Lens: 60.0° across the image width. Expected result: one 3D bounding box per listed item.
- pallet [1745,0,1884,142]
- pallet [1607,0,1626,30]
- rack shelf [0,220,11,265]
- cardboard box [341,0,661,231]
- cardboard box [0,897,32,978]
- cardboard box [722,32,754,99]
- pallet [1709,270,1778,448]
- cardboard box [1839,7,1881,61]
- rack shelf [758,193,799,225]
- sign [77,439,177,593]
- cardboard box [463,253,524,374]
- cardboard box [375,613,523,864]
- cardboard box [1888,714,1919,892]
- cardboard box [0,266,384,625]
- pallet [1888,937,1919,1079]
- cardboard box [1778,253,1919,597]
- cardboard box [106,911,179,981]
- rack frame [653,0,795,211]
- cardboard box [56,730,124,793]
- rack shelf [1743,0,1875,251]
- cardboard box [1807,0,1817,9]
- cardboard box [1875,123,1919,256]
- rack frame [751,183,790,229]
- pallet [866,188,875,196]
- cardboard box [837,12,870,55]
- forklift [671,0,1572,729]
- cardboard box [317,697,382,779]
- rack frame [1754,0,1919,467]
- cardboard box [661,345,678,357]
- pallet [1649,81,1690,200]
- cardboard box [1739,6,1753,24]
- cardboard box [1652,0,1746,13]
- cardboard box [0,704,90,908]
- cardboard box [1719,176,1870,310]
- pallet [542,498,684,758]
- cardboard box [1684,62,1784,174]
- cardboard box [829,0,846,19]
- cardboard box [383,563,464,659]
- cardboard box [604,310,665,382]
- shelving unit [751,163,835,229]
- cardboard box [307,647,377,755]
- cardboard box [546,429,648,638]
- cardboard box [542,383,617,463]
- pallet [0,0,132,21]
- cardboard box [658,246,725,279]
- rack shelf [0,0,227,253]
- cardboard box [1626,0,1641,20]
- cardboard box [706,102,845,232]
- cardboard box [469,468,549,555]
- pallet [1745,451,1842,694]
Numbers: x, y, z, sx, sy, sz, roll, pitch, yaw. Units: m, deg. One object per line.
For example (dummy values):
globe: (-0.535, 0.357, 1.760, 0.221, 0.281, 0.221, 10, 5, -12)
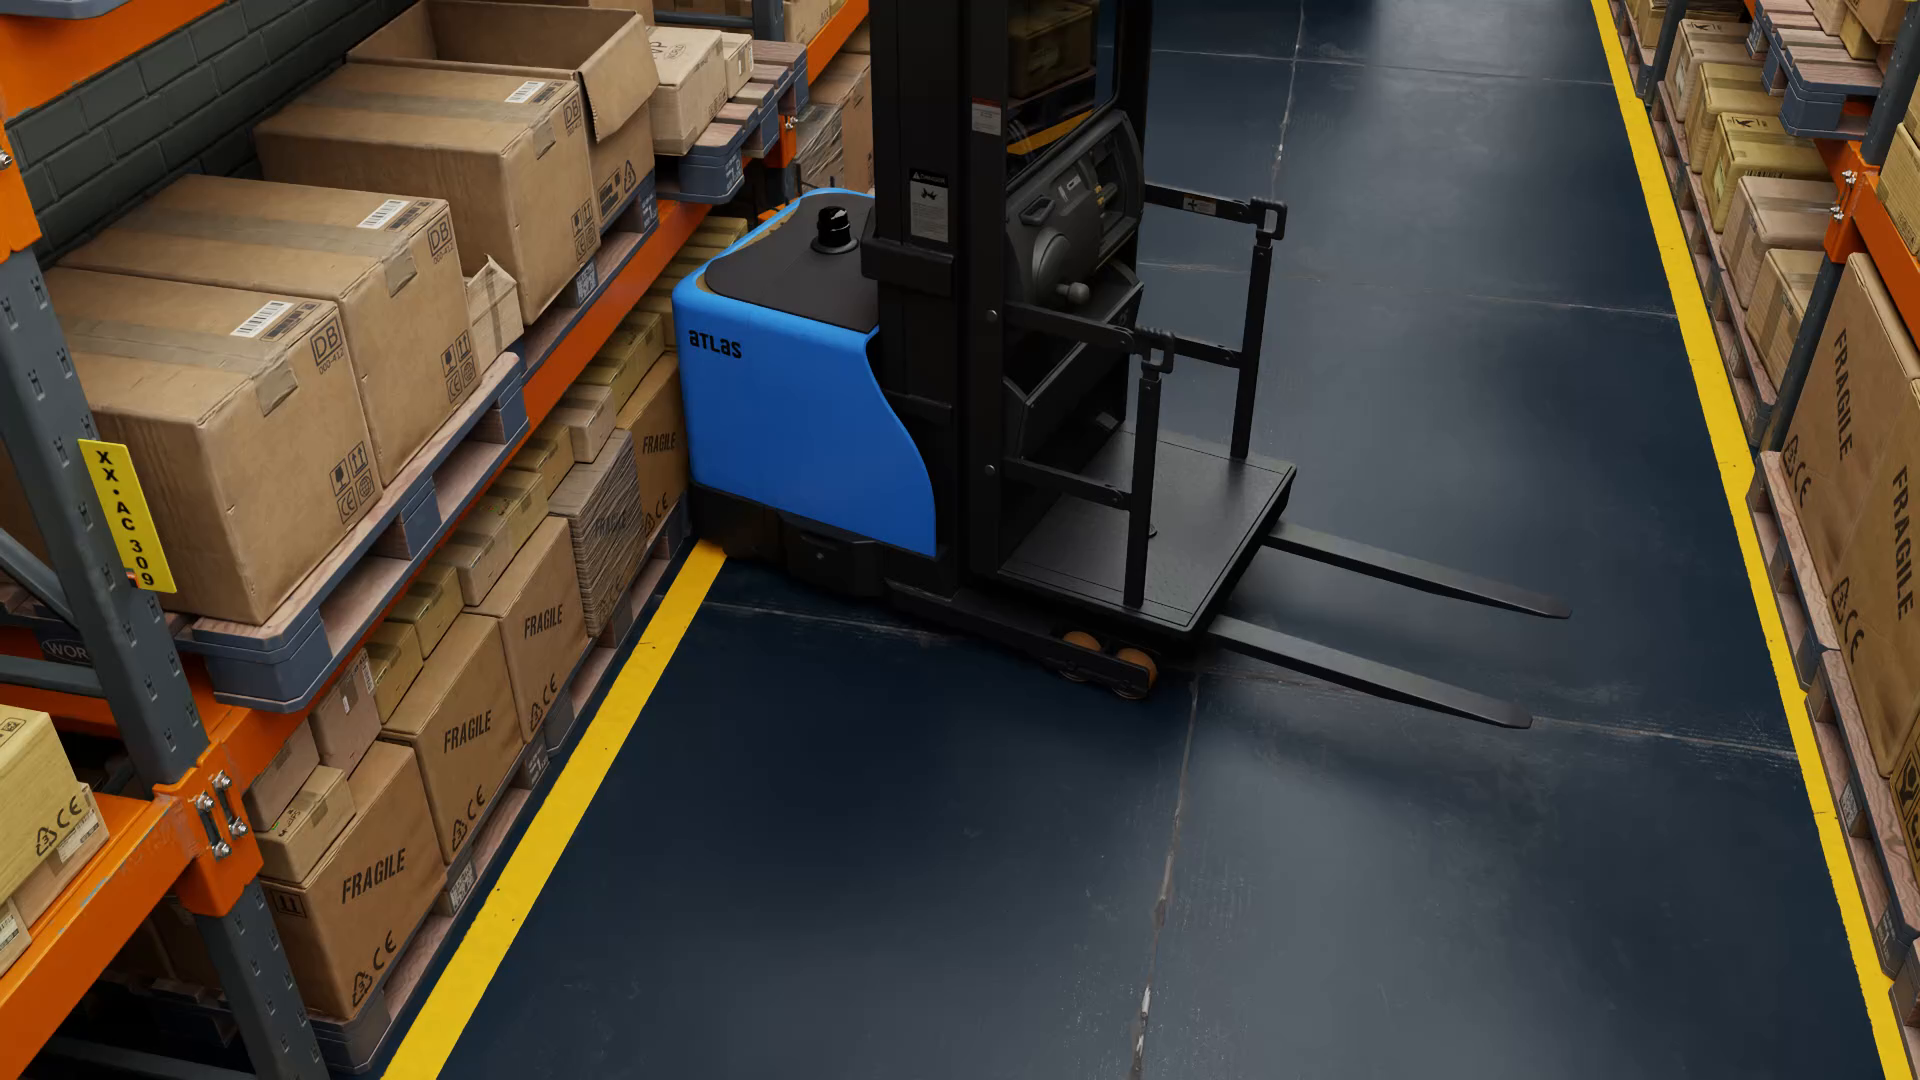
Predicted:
pallet: (3.713, -1.770, 6.300, 1.213, 0.211, 1.003, 7, 37, 10)
pallet: (4.886, -3.681, 11.149, 1.003, 0.211, 1.213, 7, 37, 10)
rack shelf: (-2.467, 0.471, 1.101, 1.077, 0.370, 4.000, 7, 37, 10)
cardboard box: (-1.354, -1.299, 5.040, 0.797, 0.503, 0.637, 7, 36, 9)
cardboard box: (-1.896, 0.716, 2.921, 0.380, 0.149, 0.250, 8, 37, 11)
cardboard box: (-0.951, -1.689, 5.881, 0.380, 0.149, 0.250, 8, 37, 11)
pallet: (3.833, -0.744, 7.097, 1.003, 0.211, 1.213, 7, 37, 10)
cardboard box: (3.491, -1.874, 6.136, 0.380, 0.149, 0.250, 8, 37, 11)
rack shelf: (-0.640, -1.174, 6.509, 0.215, 0.259, 0.240, 26, 44, 32)
sign: (-1.508, -0.039, 3.011, 0.100, 0.325, 0.005, 7, 37, 10)
cardboard box: (-1.368, -0.617, 4.301, 0.396, 0.266, 0.258, 9, 37, 12)
cardboard box: (-1.613, 0.534, 4.729, 0.500, 0.500, 0.500, 7, 36, 9)
cardboard box: (3.050, 0.673, 4.217, 0.875, 0.875, 0.875, 8, 37, 11)
cardboard box: (-1.718, -0.212, 3.544, 0.700, 0.500, 0.500, 8, 37, 11)
pallet: (2.901, 1.545, 3.939, 1.003, 0.211, 1.213, 7, 37, 10)
cardboard box: (3.436, -0.350, 5.629, 0.875, 0.875, 0.875, 7, 37, 10)
cardboard box: (-2.224, 0.771, 4.402, 0.500, 0.500, 0.500, 7, 37, 10)
rack frame: (-1.186, -2.046, 6.517, 1.000, 3.000, 0.127, 7, 37, 10)
cardboard box: (-2.243, 0.580, 4.113, 0.380, 0.149, 0.250, 6, 36, 8)
rack shelf: (4.092, -2.281, 7.454, 1.077, 0.370, 4.000, 7, 37, 10)
cardboard box: (3.563, -2.168, 6.541, 0.380, 0.149, 0.250, 6, 36, 8)
cardboard box: (3.314, -1.116, 5.361, 0.500, 0.250, 0.500, 7, 36, 9)
rack frame: (-0.719, -0.898, 6.594, 0.200, 1.050, 0.008, 26, 44, 32)
pallet: (-0.972, -1.384, 7.979, 1.003, 0.211, 1.213, 7, 37, 10)
cardboard box: (-0.764, -2.372, 8.632, 0.875, 0.625, 0.625, 6, 36, 8)
forklift: (0.552, -1.017, 5.155, 3.031, 2.935, 1.130, 17, 39, 22)
cardboard box: (-1.720, 0.486, 4.243, 0.380, 0.149, 0.250, 6, 36, 9)
rack frame: (3.664, -1.426, 5.661, 1.000, 3.000, 0.127, 7, 37, 10)
cardboard box: (-1.183, -0.649, 6.361, 0.500, 0.500, 0.500, 7, 36, 9)
pallet: (4.354, -2.143, 9.027, 1.003, 0.211, 1.213, 7, 37, 10)
cardboard box: (4.909, -3.080, 9.929, 0.500, 0.250, 0.500, 6, 36, 8)
cardboard box: (4.383, -3.452, 9.803, 0.500, 0.500, 0.500, 7, 36, 9)
cardboard box: (-1.910, 0.510, 2.864, 0.500, 0.250, 0.500, 8, 37, 11)
cardboard box: (3.945, -1.278, 7.339, 0.950, 0.372, 0.625, 7, 36, 9)
pallet: (-1.645, 0.204, 5.789, 1.003, 0.211, 1.213, 7, 37, 10)
cardboard box: (4.259, -2.111, 8.488, 0.950, 0.372, 0.625, 10, 37, 13)
cardboard box: (-0.740, -2.496, 7.266, 0.500, 0.250, 0.500, 7, 36, 9)
cardboard box: (-1.631, 0.179, 4.667, 0.380, 0.149, 0.250, 7, 36, 9)
cardboard box: (-1.272, -0.700, 5.879, 0.380, 0.149, 0.250, 8, 37, 11)
shelving unit: (-0.640, -0.952, 6.669, 0.215, 1.050, 0.252, 26, 44, 32)
cardboard box: (-1.695, 0.379, 4.137, 0.380, 0.149, 0.250, 6, 36, 8)
cardboard box: (-1.385, -0.048, 5.533, 0.500, 0.500, 0.500, 6, 36, 8)
cardboard box: (-1.354, -0.395, 5.458, 0.380, 0.149, 0.250, 6, 36, 8)
pallet: (-1.832, -1.256, 3.031, 1.213, 0.211, 1.003, 7, 37, 10)
cardboard box: (-1.072, -0.991, 6.281, 0.380, 0.149, 0.250, 6, 36, 8)
rack shelf: (-1.613, -1.822, 4.265, 1.077, 0.370, 4.000, 7, 37, 10)
cardboard box: (4.486, -3.455, 10.446, 0.500, 0.250, 0.500, 6, 36, 9)
cardboard box: (-1.039, -1.610, 7.581, 0.875, 0.625, 0.625, 8, 37, 11)
cardboard box: (-1.486, -0.102, 5.054, 0.380, 0.149, 0.250, 9, 37, 12)
pallet: (3.422, 0.146, 5.869, 1.003, 0.211, 1.213, 7, 37, 10)
